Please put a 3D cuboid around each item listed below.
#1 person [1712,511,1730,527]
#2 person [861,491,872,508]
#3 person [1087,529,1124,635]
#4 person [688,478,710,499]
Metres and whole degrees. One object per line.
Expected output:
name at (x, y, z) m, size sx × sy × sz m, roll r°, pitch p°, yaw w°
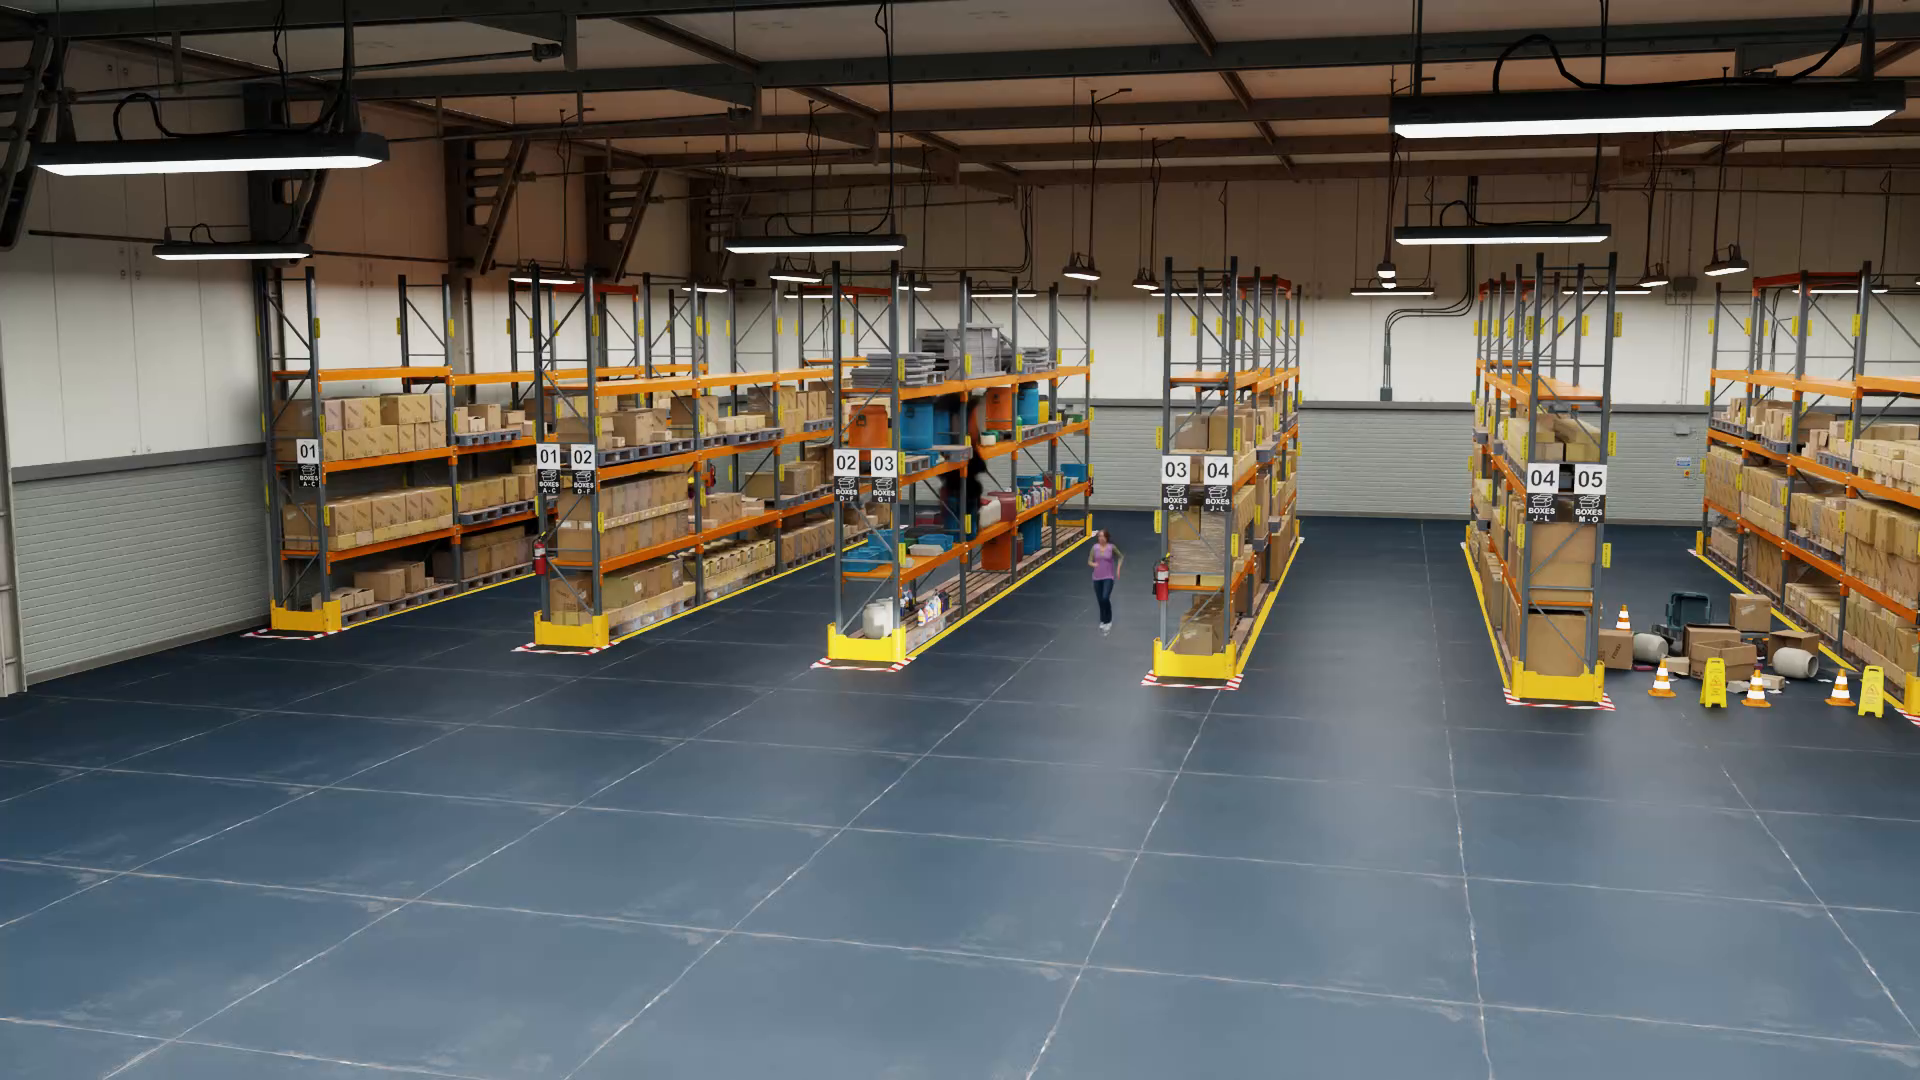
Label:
person at (17.397, -0.634, 37.773) m, size 0.652 × 1.710 × 0.727 m, roll 3°, pitch 8°, yaw 24°
person at (-2.289, -1.291, 43.116) m, size 0.806 × 1.620 × 0.607 m, roll 7°, pitch 10°, yaw 42°
person at (2.238, 0.652, 25.888) m, size 0.509 × 1.648 × 0.655 m, roll 3°, pitch 8°, yaw 21°
person at (-6.005, -0.588, 37.620) m, size 0.690 × 1.685 × 0.737 m, roll 2°, pitch 8°, yaw 16°
